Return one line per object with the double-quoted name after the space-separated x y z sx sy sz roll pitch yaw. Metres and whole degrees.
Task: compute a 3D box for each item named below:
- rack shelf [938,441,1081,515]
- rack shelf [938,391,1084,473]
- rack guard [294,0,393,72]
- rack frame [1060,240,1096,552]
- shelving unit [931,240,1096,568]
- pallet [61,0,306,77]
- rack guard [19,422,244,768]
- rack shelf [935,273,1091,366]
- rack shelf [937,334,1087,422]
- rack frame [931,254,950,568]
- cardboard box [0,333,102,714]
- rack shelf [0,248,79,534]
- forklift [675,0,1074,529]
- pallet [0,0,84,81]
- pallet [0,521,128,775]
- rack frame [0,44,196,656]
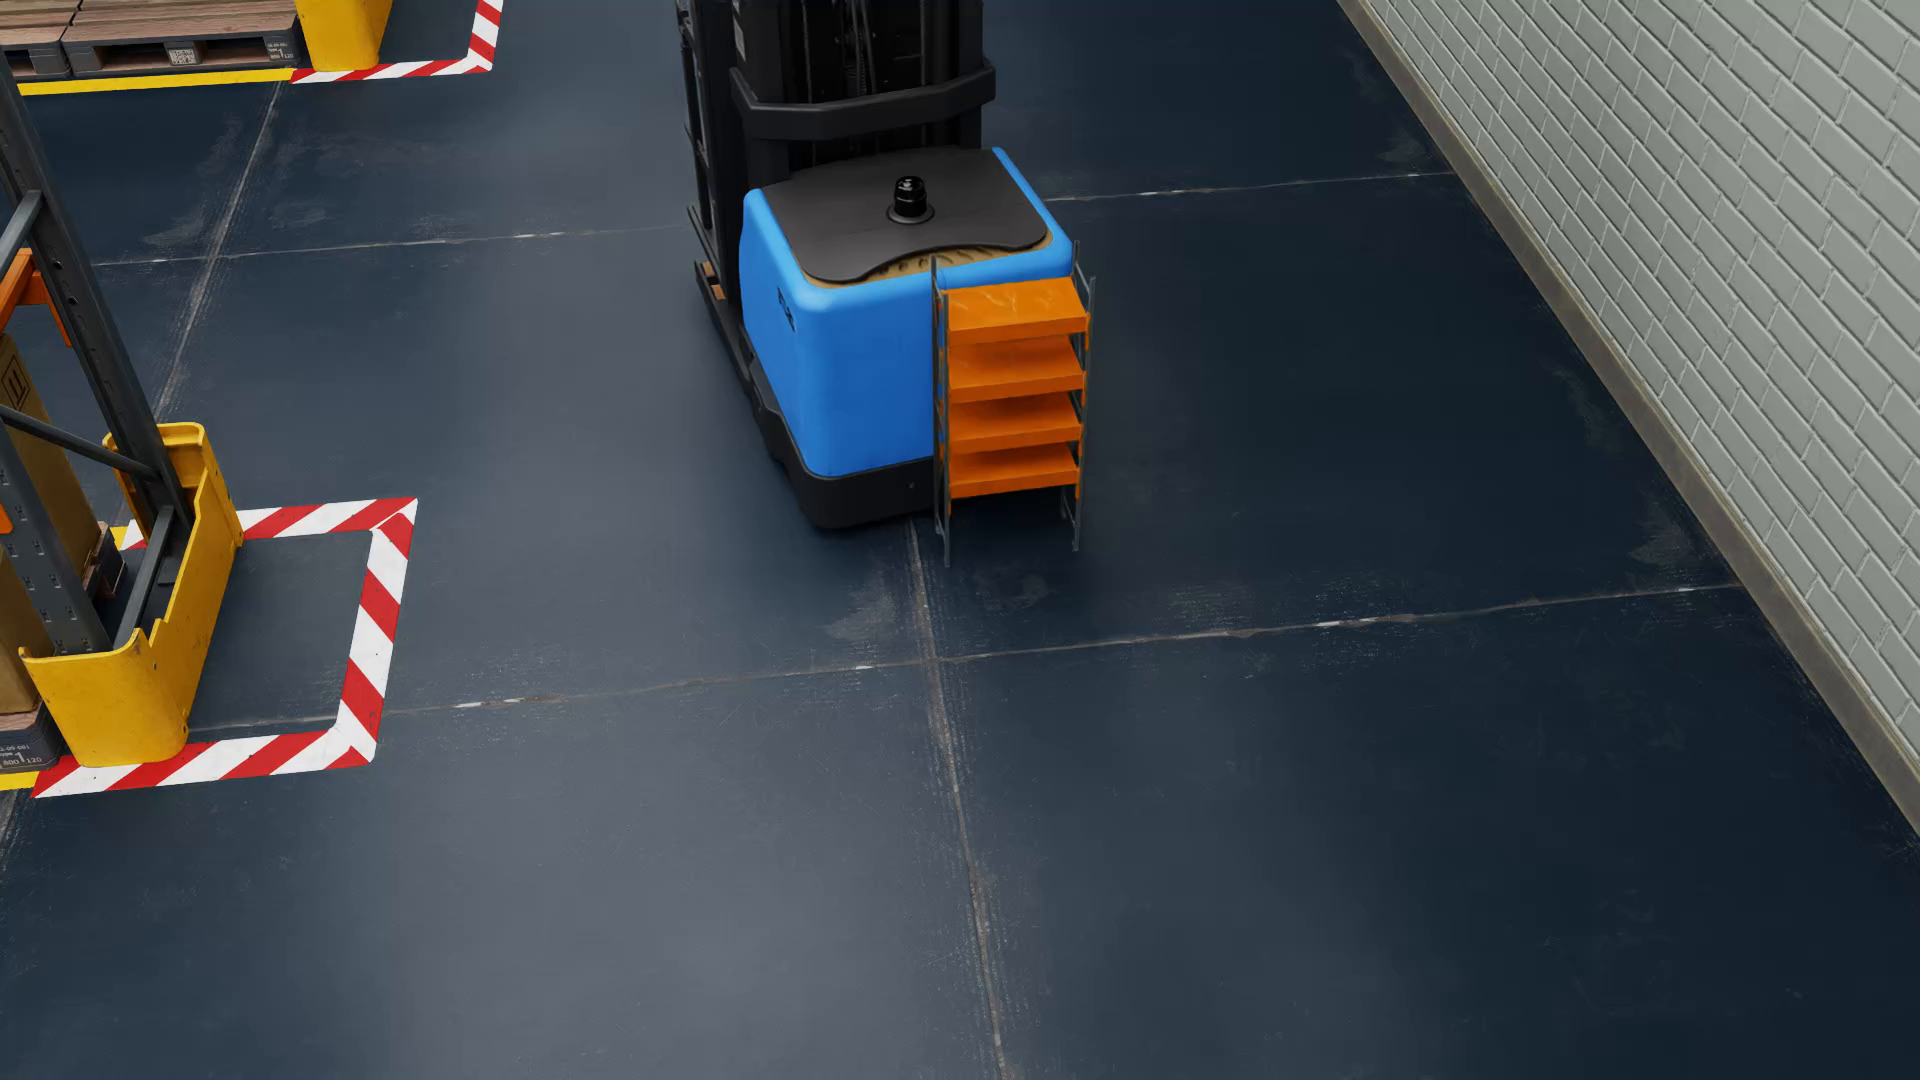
0.172 -0.254 6.032 0.480 0.148 0.258 -7 43 -8 "rack shelf"
0.172 -0.401 5.899 0.480 0.148 0.258 -7 43 -8 "rack shelf"
-3.444 -3.137 9.355 0.348 0.500 1.175 -5 42 -6 "rack guard"
0.412 -0.482 5.888 0.015 1.200 0.240 -7 43 -8 "rack frame"
0.172 -0.451 5.854 0.503 1.200 0.258 -7 43 -8 "shelving unit"
-4.289 -2.974 9.389 1.213 0.211 1.003 -5 42 -6 "pallet"
-2.800 0.161 5.699 0.348 0.500 1.175 -5 42 -6 "rack guard"
0.172 -0.743 5.591 0.480 0.148 0.258 -7 43 -8 "rack shelf"
0.172 -0.567 5.750 0.480 0.148 0.258 -7 43 -8 "rack shelf"
-0.067 -0.420 5.820 0.015 1.200 0.240 -7 43 -8 "rack frame"
-3.448 -0.024 5.310 0.875 0.875 0.875 -5 42 -6 "cardboard box"
-4.807 -0.325 4.907 4.000 0.370 1.077 -5 42 -6 "rack shelf"
-0.543 -2.130 6.423 1.130 2.935 3.031 -13 44 -14 "forklift"
-5.496 -2.870 9.274 1.213 0.211 1.003 -5 42 -6 "pallet"
-3.607 0.391 5.658 1.213 0.211 1.003 -5 42 -6 "pallet"
-2.824 -0.765 4.859 0.127 3.000 1.000 -5 42 -6 "rack frame"
